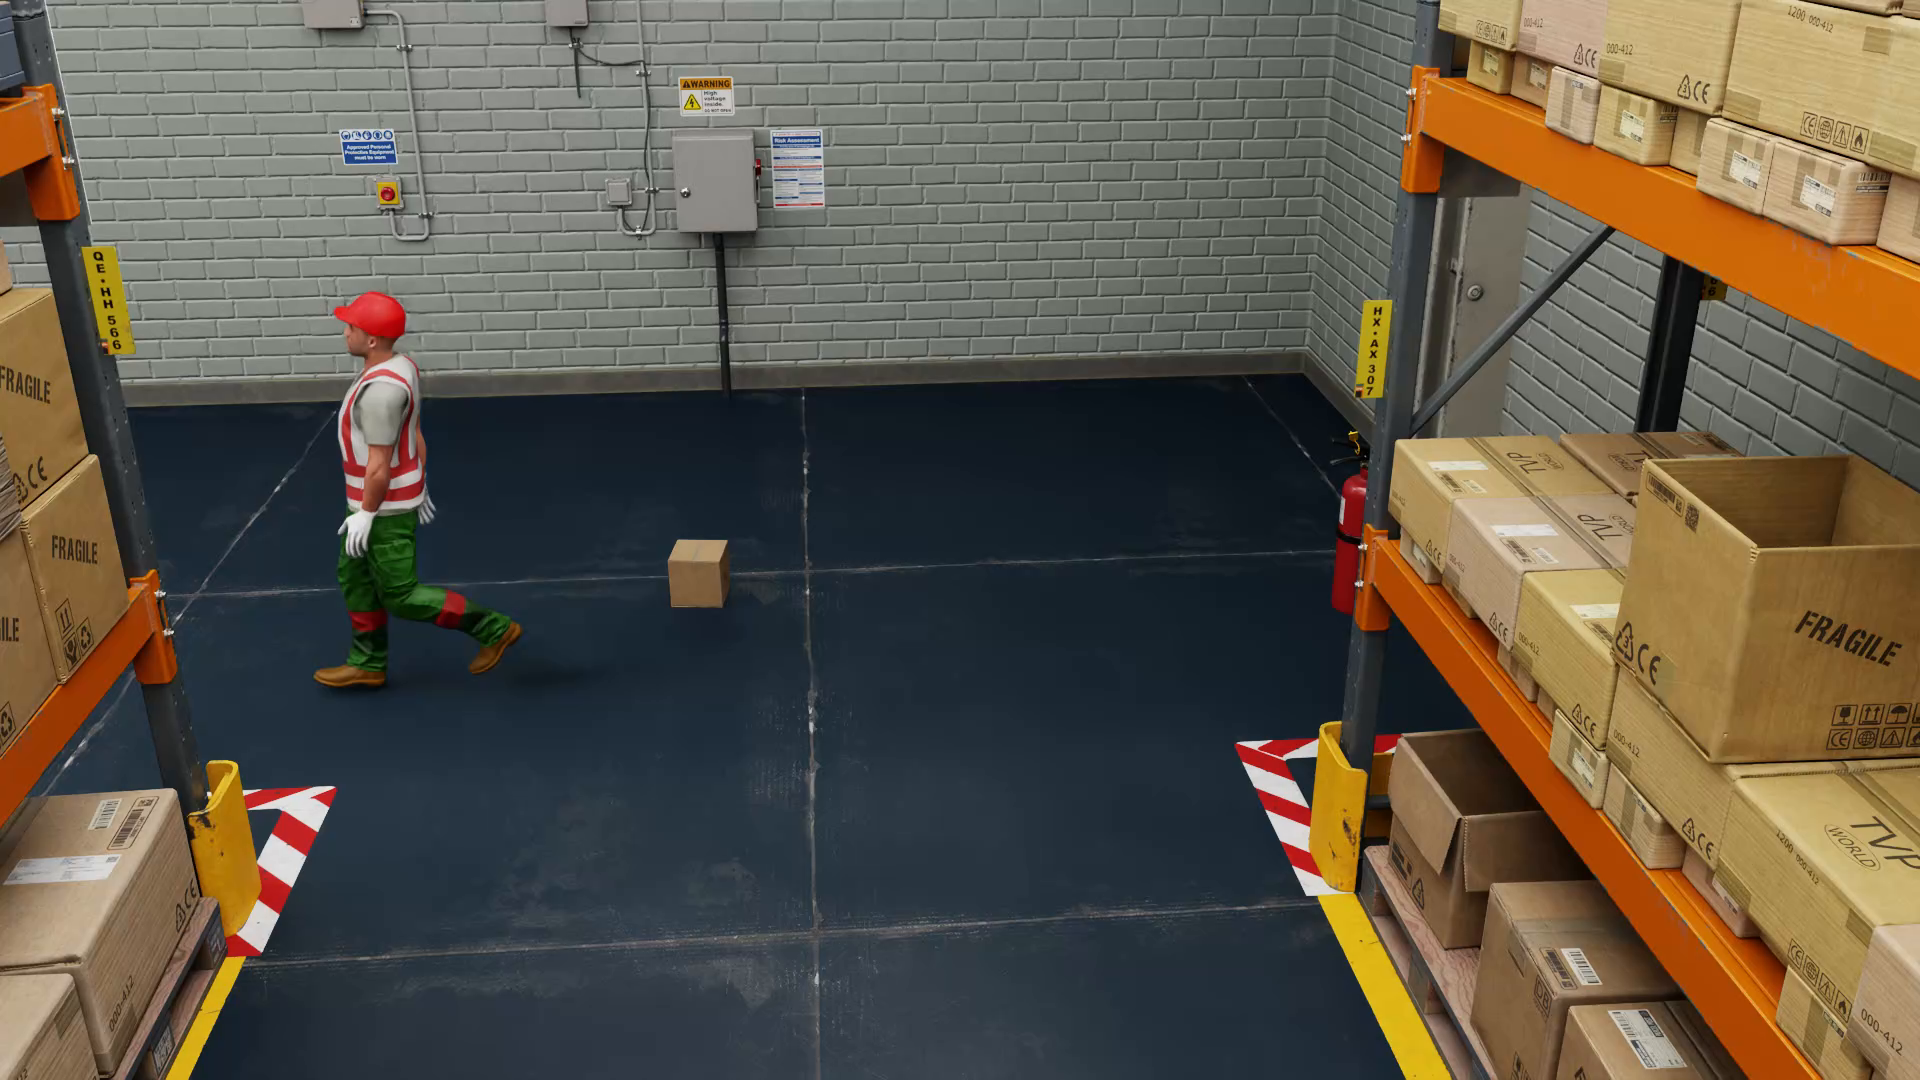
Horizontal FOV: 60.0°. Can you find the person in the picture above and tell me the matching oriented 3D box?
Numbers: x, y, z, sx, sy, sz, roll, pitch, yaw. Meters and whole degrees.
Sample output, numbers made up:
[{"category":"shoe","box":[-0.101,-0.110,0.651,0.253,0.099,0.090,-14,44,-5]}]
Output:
[{"category":"person","box":[-2.362,-0.174,6.955,0.900,1.760,0.531,-6,24,-14]}]
